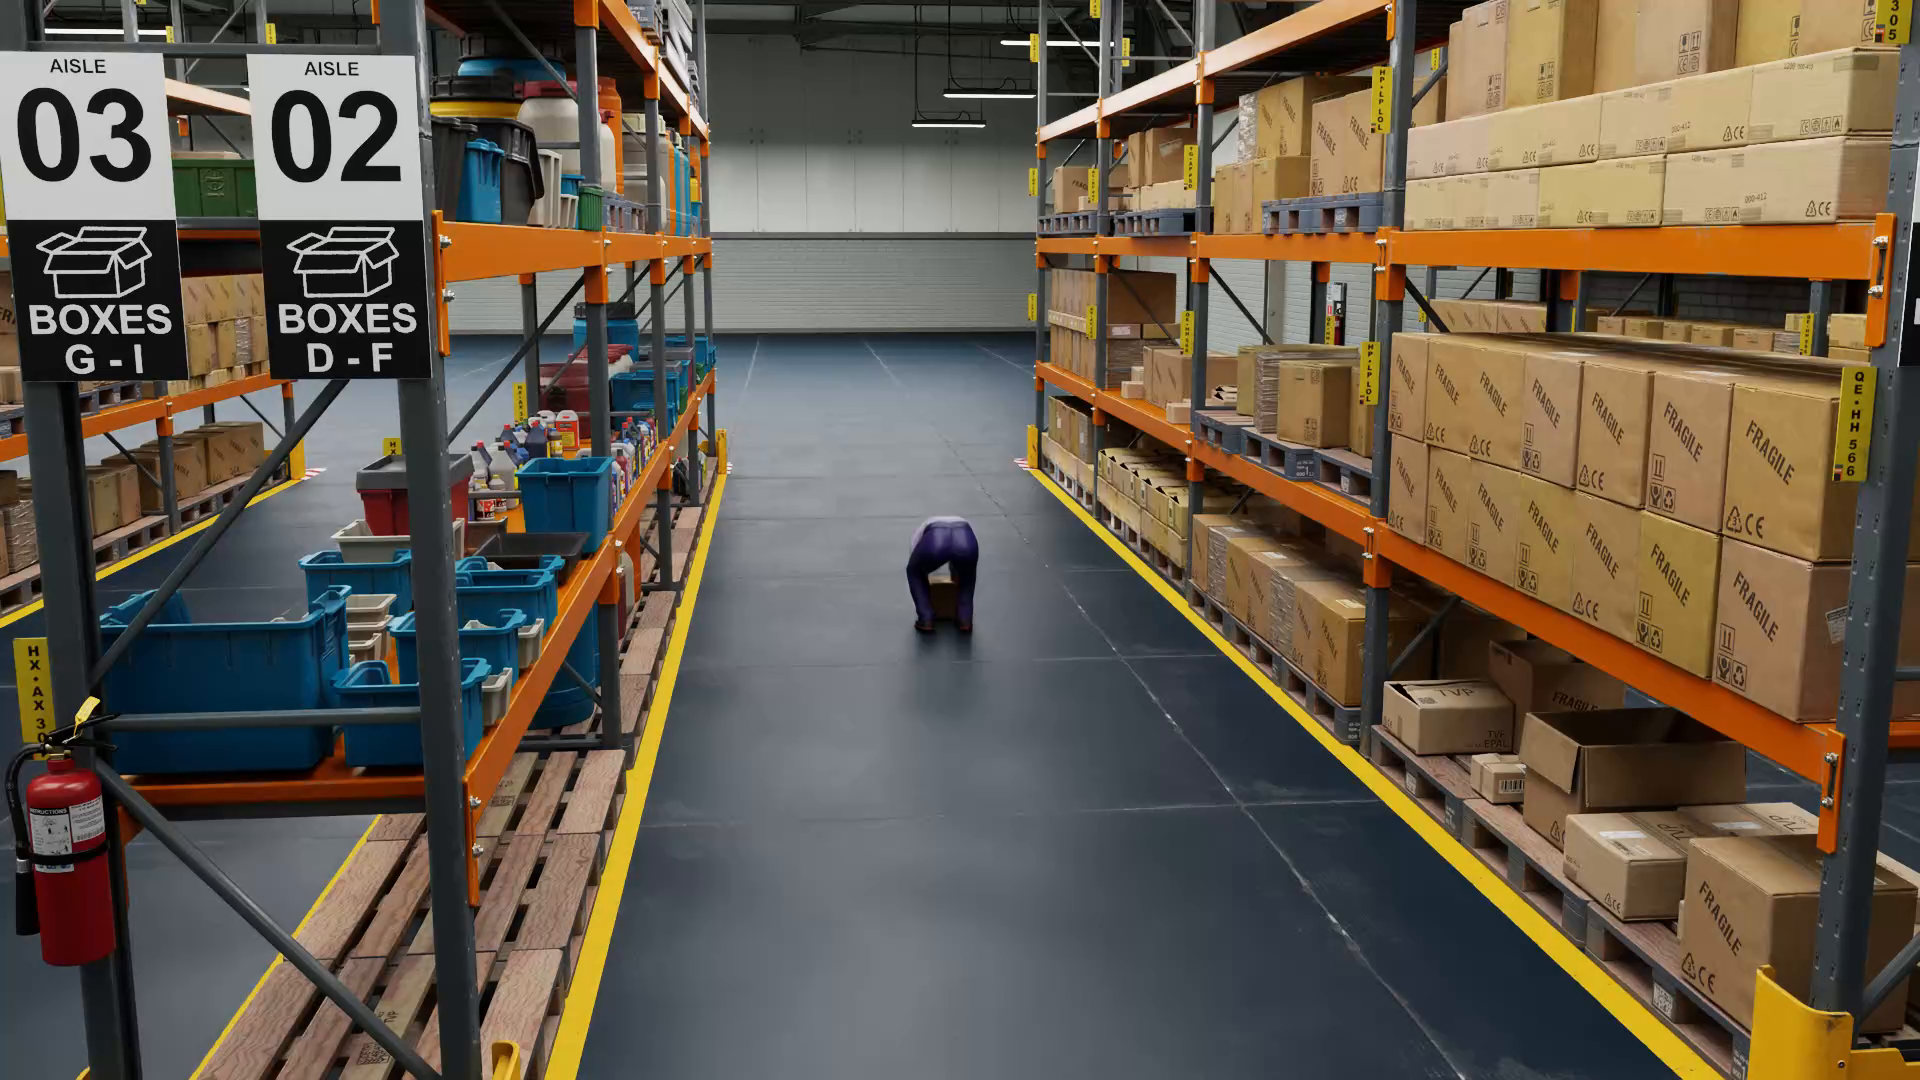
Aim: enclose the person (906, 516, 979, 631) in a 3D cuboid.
[{"bbox_3d":[-0.133,0.214,12.104,0.521,0.830,0.900,-2,10,-9],"label":"person"}]
